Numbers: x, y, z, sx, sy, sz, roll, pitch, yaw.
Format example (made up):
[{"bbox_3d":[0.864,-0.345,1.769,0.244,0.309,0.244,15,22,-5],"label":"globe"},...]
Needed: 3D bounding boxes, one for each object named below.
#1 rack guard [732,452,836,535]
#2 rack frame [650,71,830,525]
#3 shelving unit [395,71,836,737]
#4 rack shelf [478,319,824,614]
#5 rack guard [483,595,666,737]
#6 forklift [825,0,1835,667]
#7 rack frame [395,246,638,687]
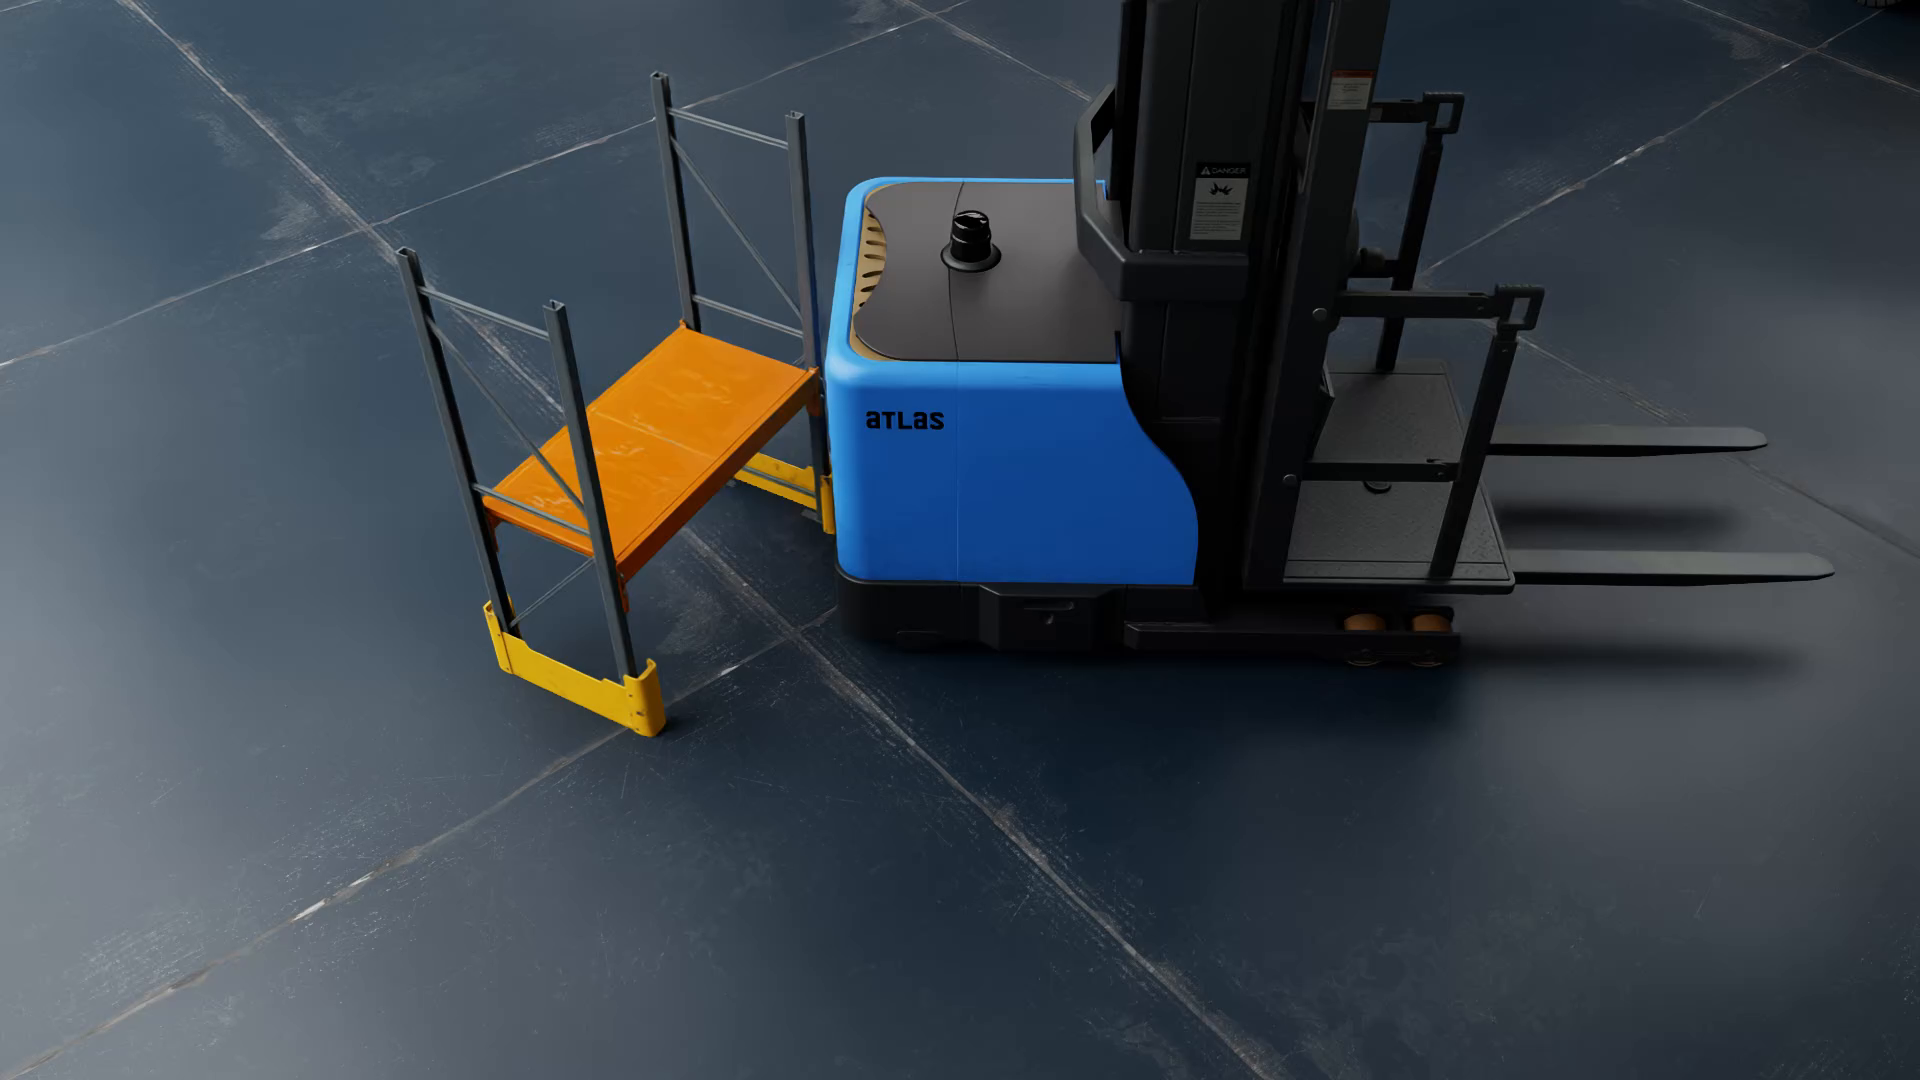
[{"bbox_3d":[-0.648,-0.226,5.532,0.587,0.250,0.087,21,47,21],"label":"rack guard"},{"bbox_3d":[-0.647,-0.683,5.105,0.500,1.500,0.032,21,47,21],"label":"rack frame"},{"bbox_3d":[-0.891,-0.384,4.787,0.587,1.500,1.083,21,47,21],"label":"shelving unit"},{"bbox_3d":[-0.895,-0.248,4.904,0.538,0.185,1.000,21,47,21],"label":"rack shelf"},{"bbox_3d":[-1.134,0.369,4.898,0.587,0.250,0.087,21,47,21],"label":"rack guard"},{"bbox_3d":[1.147,-1.053,4.453,3.031,2.935,1.130,1,43,1],"label":"forklift"},{"bbox_3d":[-1.143,-0.075,4.458,0.500,1.500,0.032,21,47,21],"label":"rack frame"}]
